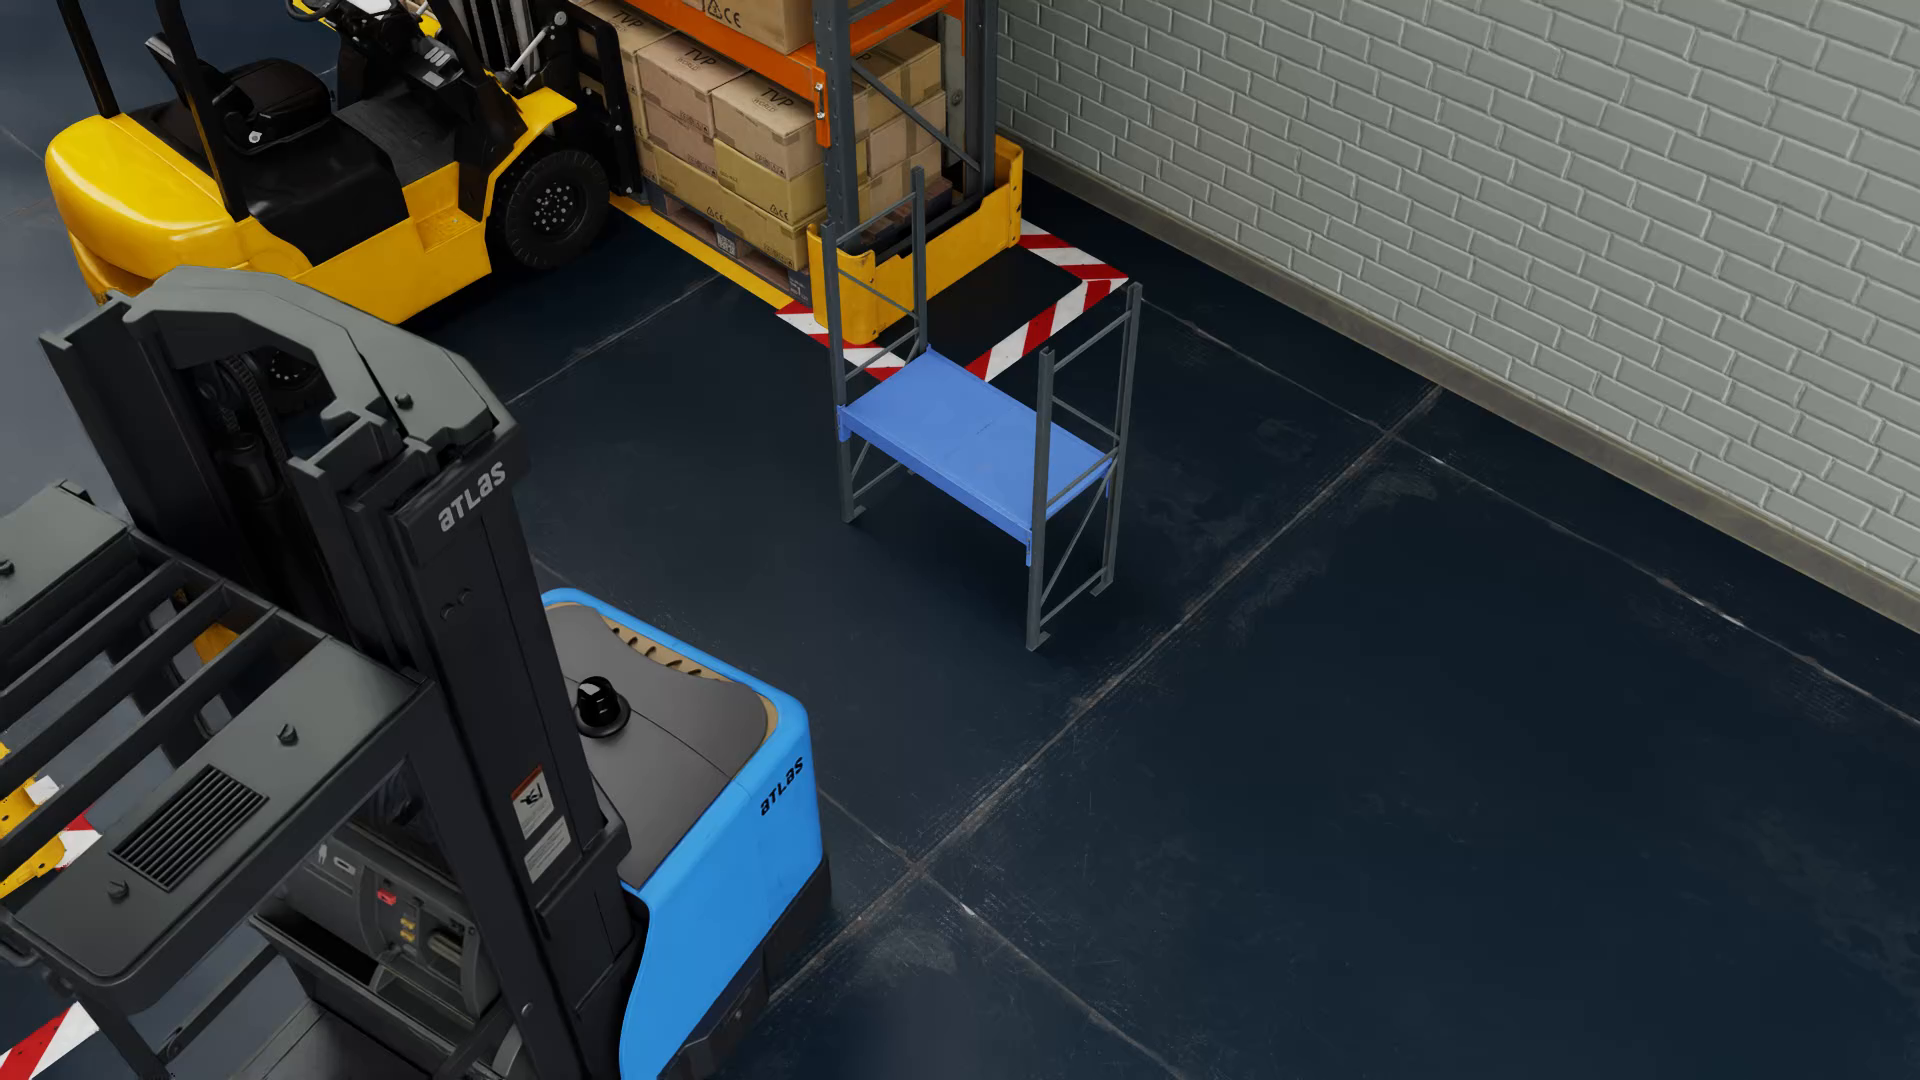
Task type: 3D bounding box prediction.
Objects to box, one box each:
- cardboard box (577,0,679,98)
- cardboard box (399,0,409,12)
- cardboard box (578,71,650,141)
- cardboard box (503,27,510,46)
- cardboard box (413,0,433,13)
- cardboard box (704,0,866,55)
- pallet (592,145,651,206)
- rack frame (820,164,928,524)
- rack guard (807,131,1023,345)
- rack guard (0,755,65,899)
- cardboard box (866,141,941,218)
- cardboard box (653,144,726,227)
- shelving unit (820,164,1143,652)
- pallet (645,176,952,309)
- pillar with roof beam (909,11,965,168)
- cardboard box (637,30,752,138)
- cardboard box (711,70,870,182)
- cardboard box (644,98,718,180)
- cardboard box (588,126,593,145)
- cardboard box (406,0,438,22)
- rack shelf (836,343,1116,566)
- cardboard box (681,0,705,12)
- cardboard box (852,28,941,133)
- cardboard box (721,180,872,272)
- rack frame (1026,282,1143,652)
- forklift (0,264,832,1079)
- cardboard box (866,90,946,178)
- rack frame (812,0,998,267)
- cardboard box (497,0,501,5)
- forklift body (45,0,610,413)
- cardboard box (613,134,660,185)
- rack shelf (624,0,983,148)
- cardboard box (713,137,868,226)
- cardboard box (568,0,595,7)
[{"bbox_3d":[-1.519,-2.418,7.984,0.500,0.250,0.500,35,56,28],"label":"cardboard box"},{"bbox_3d":[-3.021,-3.083,9.294,0.500,0.250,0.500,34,56,28],"label":"cardboard box"},{"bbox_3d":[-1.537,-2.264,8.182,0.500,0.250,0.500,33,55,27],"label":"cardboard box"},{"bbox_3d":[-2.273,-2.764,8.651,0.500,0.250,0.500,33,55,27],"label":"cardboard box"},{"bbox_3d":[-2.634,-3.019,8.890,0.500,0.250,0.500,34,55,27],"label":"cardboard box"},{"bbox_3d":[-0.752,-2.456,7.039,0.500,0.500,0.500,33,55,27],"label":"cardboard box"},{"bbox_3d":[-1.695,-2.324,8.896,1.213,0.211,1.003,34,55,28],"label":"pallet"},{"bbox_3d":[-0.311,-0.723,6.508,0.032,1.500,0.500,34,55,28],"label":"rack frame"},{"bbox_3d":[-0.195,-1.452,7.879,0.348,0.500,1.175,34,55,28],"label":"rack guard"},{"bbox_3d":[-3.632,1.159,5.427,0.348,0.500,1.175,34,55,28],"label":"rack guard"},{"bbox_3d":[-0.441,-1.870,8.155,0.500,0.250,0.500,34,56,28],"label":"cardboard box"},{"bbox_3d":[-1.131,-1.836,8.123,0.500,0.250,0.500,34,55,28],"label":"cardboard box"},{"bbox_3d":[0.063,-0.471,6.272,1.048,1.500,0.538,34,55,28],"label":"shelving unit"},{"bbox_3d":[-0.803,-1.721,8.329,1.213,0.211,1.003,34,55,28],"label":"pallet"},{"bbox_3d":[-3.033,-2.894,3.403,0.400,9.000,9.100,34,55,28],"label":"pillar with roof beam"},{"bbox_3d":[-1.142,-2.174,7.755,0.500,0.250,0.500,35,56,28],"label":"cardboard box"},{"bbox_3d":[-0.763,-1.925,7.521,0.500,0.250,0.500,36,56,29],"label":"cardboard box"},{"bbox_3d":[-1.144,-2.020,7.953,0.500,0.250,0.500,33,55,27],"label":"cardboard box"},{"bbox_3d":[-1.890,-2.333,8.590,0.500,0.250,0.500,36,56,29],"label":"cardboard box"},{"bbox_3d":[-2.637,-2.841,9.066,0.500,0.250,0.500,33,55,27],"label":"cardboard box"},{"bbox_3d":[0.063,-0.348,6.403,1.000,0.185,0.538,34,55,28],"label":"rack shelf"},{"bbox_3d":[-1.127,-2.718,7.284,0.500,0.500,0.500,36,56,29],"label":"cardboard box"},{"bbox_3d":[-0.437,-2.203,7.782,0.500,0.250,0.500,33,55,27],"label":"cardboard box"},{"bbox_3d":[-0.772,-1.585,7.887,0.500,0.250,0.500,34,56,28],"label":"cardboard box"},{"bbox_3d":[0.436,-0.220,6.036,0.032,1.500,0.500,34,55,28],"label":"rack frame"},{"bbox_3d":[-1.628,0.960,3.946,1.130,2.935,3.031,24,51,21],"label":"forklift"},{"bbox_3d":[-0.417,-2.037,7.969,0.500,0.250,0.500,35,56,28],"label":"cardboard box"},{"bbox_3d":[-0.213,-2.320,6.979,0.127,3.000,1.000,34,55,28],"label":"rack frame"},{"bbox_3d":[-2.267,-2.937,8.471,0.500,0.250,0.500,36,56,29],"label":"cardboard box"},{"bbox_3d":[-2.843,-1.989,7.251,1.214,2.155,2.313,34,55,28],"label":"forklift body"},{"bbox_3d":[-1.493,-2.088,8.360,0.500,0.250,0.500,35,56,28],"label":"cardboard box"},{"bbox_3d":[-1.682,-3.062,8.170,4.000,0.370,1.077,34,55,28],"label":"rack shelf"},{"bbox_3d":[-0.782,-1.766,7.715,0.500,0.250,0.500,33,55,27],"label":"cardboard box"},{"bbox_3d":[-1.887,-2.673,8.223,0.500,0.250,0.500,33,55,27],"label":"cardboard box"}]
